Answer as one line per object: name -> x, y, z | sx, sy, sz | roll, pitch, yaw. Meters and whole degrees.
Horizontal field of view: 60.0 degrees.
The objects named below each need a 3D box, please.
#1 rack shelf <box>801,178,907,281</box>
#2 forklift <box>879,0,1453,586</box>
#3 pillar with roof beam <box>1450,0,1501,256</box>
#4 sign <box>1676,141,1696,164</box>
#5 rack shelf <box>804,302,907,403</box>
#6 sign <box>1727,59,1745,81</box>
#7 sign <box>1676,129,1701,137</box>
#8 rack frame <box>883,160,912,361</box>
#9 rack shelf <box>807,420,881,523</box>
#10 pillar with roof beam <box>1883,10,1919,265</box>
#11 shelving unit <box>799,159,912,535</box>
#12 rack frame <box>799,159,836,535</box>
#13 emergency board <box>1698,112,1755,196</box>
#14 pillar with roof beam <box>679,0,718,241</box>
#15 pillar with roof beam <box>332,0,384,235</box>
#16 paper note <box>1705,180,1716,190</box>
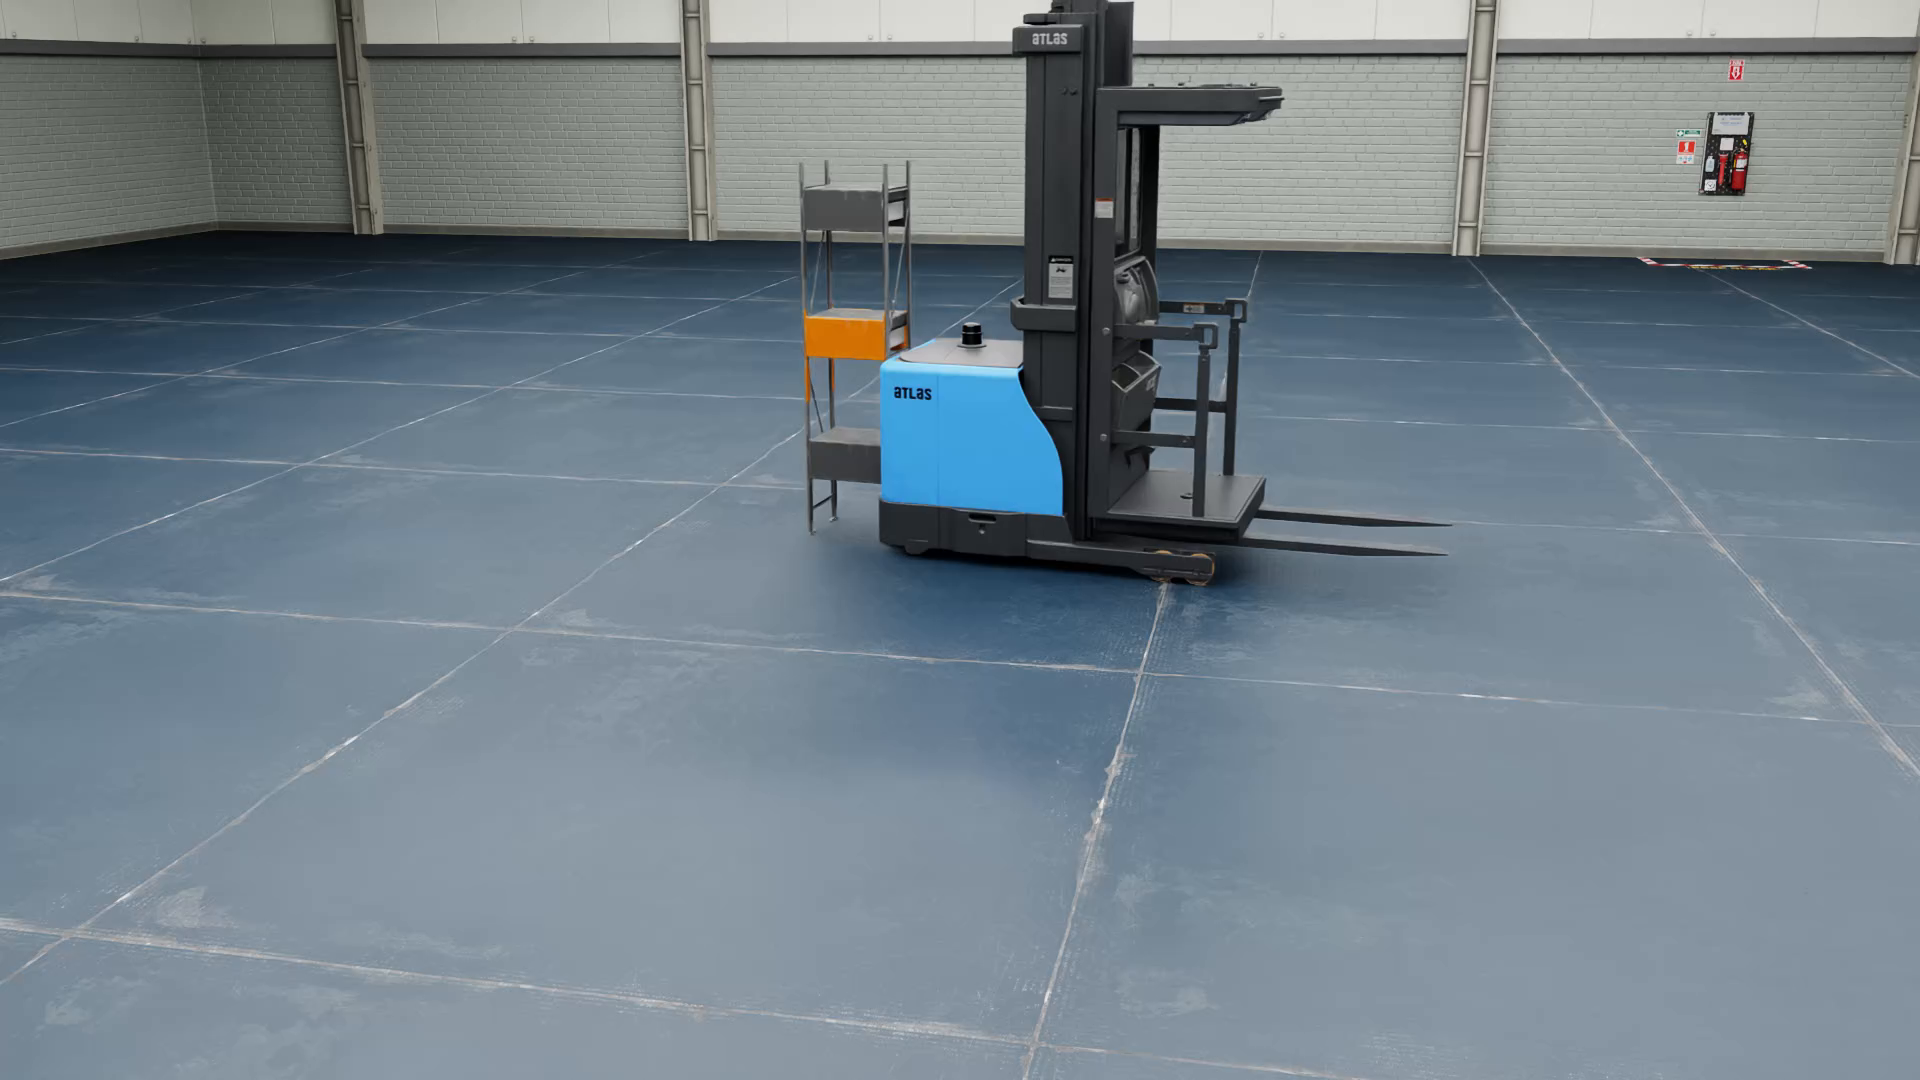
rack shelf -> -0.577, -1.733, 9.242 | 0.480, 0.518, 0.431 | 5, 16, 17
forklift -> 1.128, -1.335, 8.820 | 3.031, 2.935, 1.130 | 5, 16, 17
pillar with roof beam -> 6.706, -7.481, 19.641 | 0.400, 9.000, 9.100 | 3, 16, 11
sign -> 10.508, -5.612, 24.065 | 0.234, 0.329, 0.001 | 3, 16, 11
rack shelf -> -0.577, -1.058, 9.429 | 0.480, 0.518, 0.431 | 5, 16, 17
sign -> 11.041, -6.682, 23.652 | 0.199, 0.298, 0.001 | 3, 16, 11
sign -> 10.510, -5.865, 23.985 | 0.331, 0.109, 0.001 | 3, 16, 11
rack frame -> -0.344, -1.051, 9.353 | 0.015, 2.100, 0.400 | 5, 16, 17
rack shelf -> -0.577, -0.383, 9.616 | 0.480, 0.518, 0.431 | 5, 16, 17
pillar with roof beam -> 12.585, -7.162, 18.489 | 0.400, 9.000, 9.100 | 3, 16, 11
shelving unit -> -0.577, -1.071, 9.425 | 0.503, 2.100, 0.431 | 5, 16, 17
rack frame -> -0.809, -1.091, 9.497 | 0.015, 2.100, 0.400 | 5, 16, 17
emergency board -> 11.029, -5.538, 23.866 | 0.643, 1.169, 0.194 | 3, 16, 11
pillar with roof beam -> -5.054, -8.119, 21.946 | 0.400, 9.000, 9.100 | 3, 16, 11
pillar with roof beam -> -10.933, -8.438, 23.098 | 0.400, 9.000, 9.100 | 3, 16, 11
paper note -> 10.869, -5.141, 24.083 | 0.142, 0.148, 0.016 | 3, 16, 11
